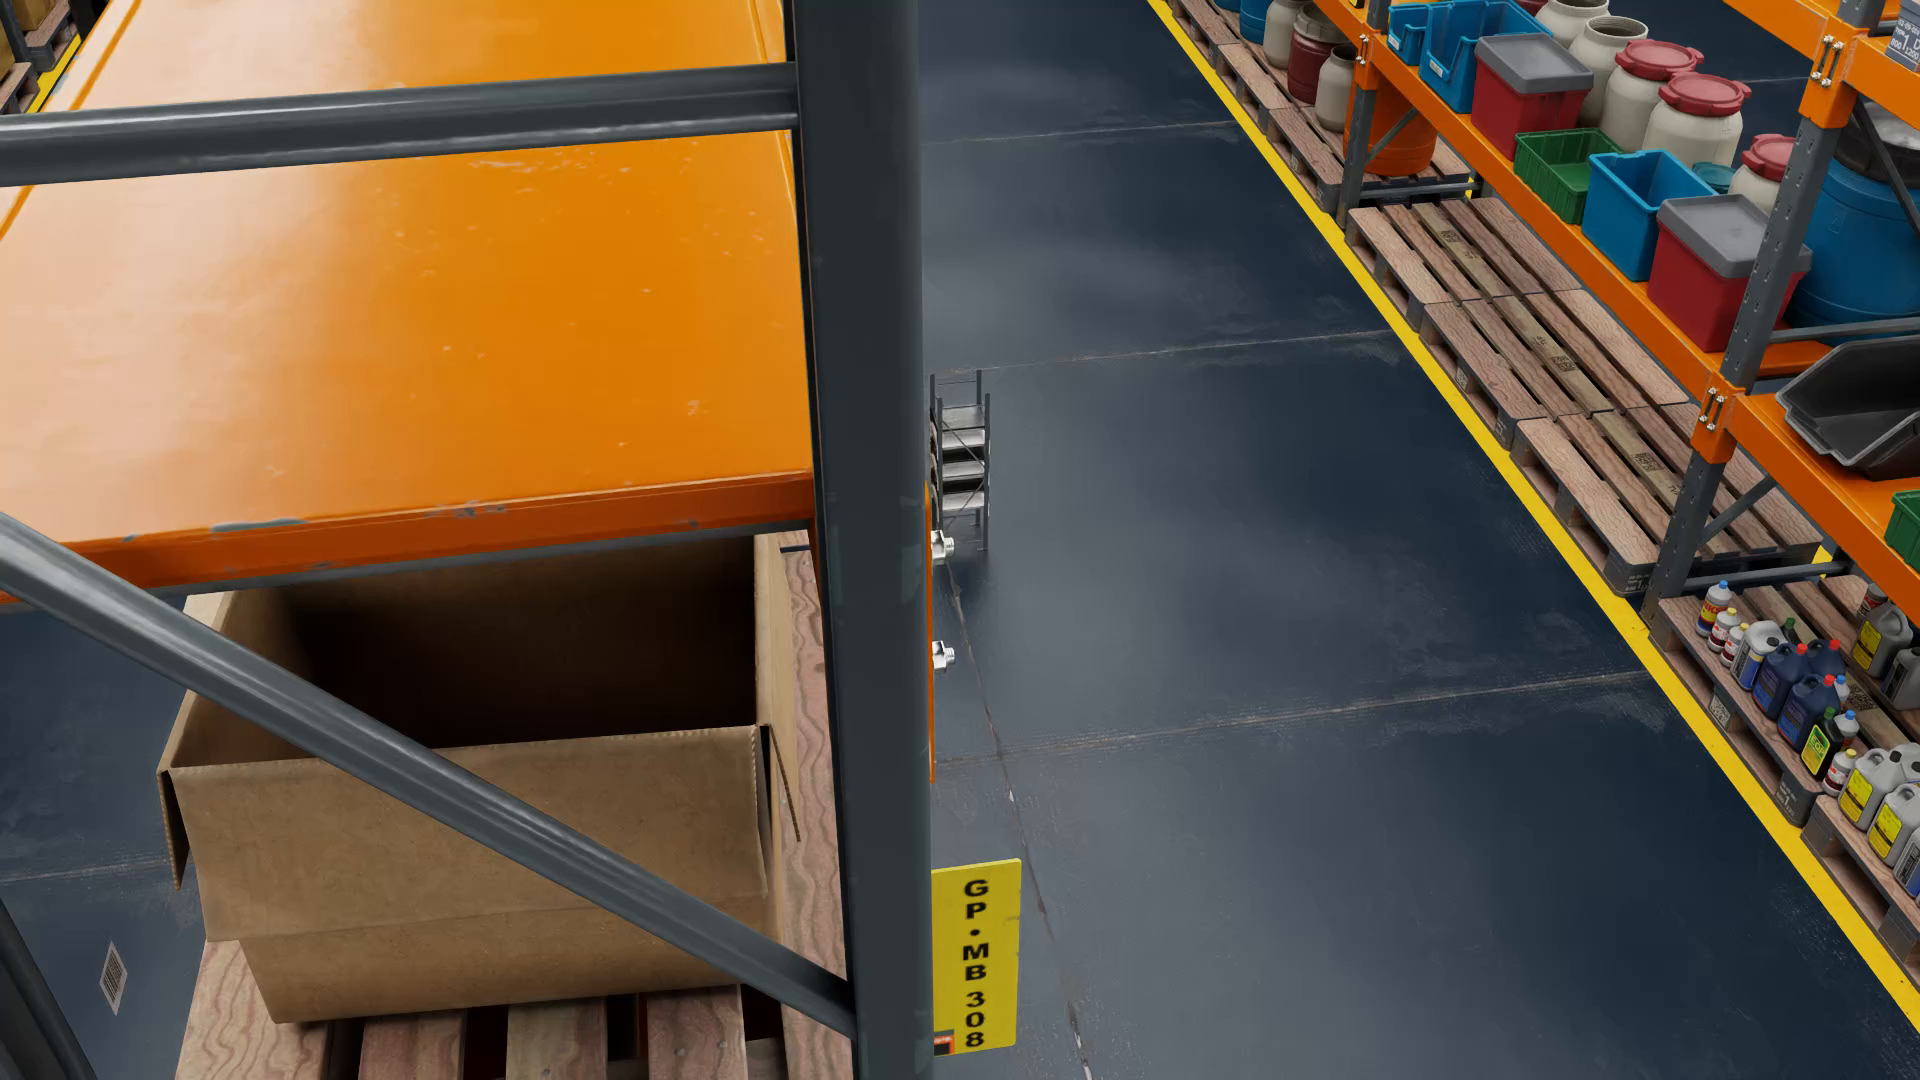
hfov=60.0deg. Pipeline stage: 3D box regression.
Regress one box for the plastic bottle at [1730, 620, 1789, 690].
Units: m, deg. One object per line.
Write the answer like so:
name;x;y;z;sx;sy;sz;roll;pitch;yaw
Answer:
plastic bottle;3.353;0.480;6.949;0.152;0.276;0.135;-5;38;-6

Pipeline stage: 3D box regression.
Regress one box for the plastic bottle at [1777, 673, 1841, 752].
plastic bottle;3.411;0.665;6.650;0.144;0.351;0.185;-8;39;-10

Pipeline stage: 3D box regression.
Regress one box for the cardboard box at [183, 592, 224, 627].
cardboard box;-0.993;0.079;2.824;0.500;0.250;0.500;-6;38;-8

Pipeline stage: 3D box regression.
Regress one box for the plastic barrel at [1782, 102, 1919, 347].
plastic barrel;3.875;-1.318;6.993;0.600;0.901;0.708;-6;38;-8

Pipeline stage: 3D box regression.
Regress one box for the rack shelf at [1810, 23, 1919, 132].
rack shelf;3.995;-0.546;4.550;1.077;0.370;4.000;-6;38;-8

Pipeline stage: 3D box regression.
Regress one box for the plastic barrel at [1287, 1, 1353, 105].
plastic barrel;2.643;-3.459;11.781;0.600;0.588;0.708;-6;38;-8

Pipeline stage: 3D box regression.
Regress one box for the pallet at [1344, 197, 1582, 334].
pallet;3.041;-1.697;10.162;1.003;0.211;1.213;-6;38;-8

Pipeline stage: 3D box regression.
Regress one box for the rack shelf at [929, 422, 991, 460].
rack shelf;-0.001;-0.476;7.790;0.258;0.077;0.200;-6;38;-8

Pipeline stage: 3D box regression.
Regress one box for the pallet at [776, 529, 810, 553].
pallet;-0.847;-0.225;3.622;1.003;0.211;1.213;-6;38;-8

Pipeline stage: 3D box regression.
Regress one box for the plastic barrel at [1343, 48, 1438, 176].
plastic barrel;2.841;-2.872;10.829;0.600;0.830;0.708;-6;38;-8

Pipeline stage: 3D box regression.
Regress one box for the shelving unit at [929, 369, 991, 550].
shelving unit;-0.001;-0.360;7.880;0.258;0.900;0.210;-6;38;-8

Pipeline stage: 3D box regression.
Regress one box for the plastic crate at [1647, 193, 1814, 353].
plastic crate;3.259;-1.139;7.119;0.402;0.464;0.583;-6;38;-8

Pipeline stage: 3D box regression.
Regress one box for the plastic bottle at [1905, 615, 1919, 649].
plastic bottle;4.041;0.376;7.021;0.144;0.351;0.185;-7;38;-9

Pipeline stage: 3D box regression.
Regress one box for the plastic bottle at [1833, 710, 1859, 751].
plastic bottle;3.473;0.781;6.565;0.097;0.271;0.097;0;38;0

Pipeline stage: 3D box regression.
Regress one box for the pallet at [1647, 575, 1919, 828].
pallet;3.721;0.657;7.132;1.003;0.211;1.213;-6;38;-8

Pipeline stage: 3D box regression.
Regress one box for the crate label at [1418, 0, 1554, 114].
crate label;2.851;-2.655;9.093;0.502;0.435;0.616;-6;38;-8

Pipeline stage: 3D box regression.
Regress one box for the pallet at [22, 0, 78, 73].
pallet;-7.568;-3.987;13.110;1.003;0.211;1.213;-6;38;-8

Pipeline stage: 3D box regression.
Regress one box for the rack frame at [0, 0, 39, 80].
rack frame;-7.511;-4.620;11.652;1.000;3.000;0.127;-6;38;-8

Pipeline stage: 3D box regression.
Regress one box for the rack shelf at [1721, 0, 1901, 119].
rack shelf;3.294;-2.962;7.660;1.077;0.370;4.000;-6;38;-8

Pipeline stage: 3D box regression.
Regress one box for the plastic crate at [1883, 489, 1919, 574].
plastic crate;3.605;0.080;5.775;0.450;0.188;0.662;-6;38;-8

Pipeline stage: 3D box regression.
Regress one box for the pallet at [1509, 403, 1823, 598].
pallet;3.469;-0.223;8.265;1.003;0.211;1.213;-6;38;-8

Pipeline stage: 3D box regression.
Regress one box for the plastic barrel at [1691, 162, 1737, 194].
plastic barrel;3.564;-1.615;7.897;0.301;0.262;0.301;0;38;0

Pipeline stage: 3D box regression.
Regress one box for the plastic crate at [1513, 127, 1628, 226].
plastic crate;3.062;-1.792;8.184;0.450;0.188;0.662;-6;38;-8

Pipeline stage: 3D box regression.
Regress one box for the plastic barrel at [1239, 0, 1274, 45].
plastic barrel;2.445;-4.265;12.563;0.600;0.901;0.708;-6;38;-8

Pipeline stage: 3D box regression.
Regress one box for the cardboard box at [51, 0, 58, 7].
cardboard box;-7.626;-4.566;13.277;0.700;0.500;0.500;-7;38;-8

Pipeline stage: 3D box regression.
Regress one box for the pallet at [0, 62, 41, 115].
pallet;-7.302;-3.061;11.918;1.003;0.211;1.213;-6;38;-8

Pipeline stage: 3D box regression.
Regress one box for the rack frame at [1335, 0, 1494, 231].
rack frame;2.943;-3.270;9.914;1.000;3.000;0.127;-6;38;-8

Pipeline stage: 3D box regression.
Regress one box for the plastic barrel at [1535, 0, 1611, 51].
plastic barrel;3.334;-2.716;9.110;0.421;0.512;0.421;0;38;0

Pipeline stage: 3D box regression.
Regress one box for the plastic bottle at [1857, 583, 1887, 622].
plastic bottle;4.015;0.263;7.289;0.097;0.201;0.097;0;38;0

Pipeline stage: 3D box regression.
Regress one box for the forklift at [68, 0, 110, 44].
forklift;-3.526;-1.974;8.301;1.130;2.935;3.031;-7;38;-9

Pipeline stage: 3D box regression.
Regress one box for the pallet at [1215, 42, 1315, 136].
pallet;2.554;-3.376;12.323;1.003;0.211;1.213;-6;38;-8

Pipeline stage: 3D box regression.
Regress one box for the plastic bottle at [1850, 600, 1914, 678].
plastic bottle;3.899;0.392;7.001;0.144;0.351;0.185;-6;38;-8

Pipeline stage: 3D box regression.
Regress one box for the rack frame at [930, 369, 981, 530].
rack frame;-0.019;-0.422;7.959;0.240;0.900;0.006;-6;38;-8

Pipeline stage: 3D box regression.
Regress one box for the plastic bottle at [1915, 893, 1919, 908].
plastic bottle;3.575;1.247;5.962;0.152;0.276;0.135;-6;38;-8

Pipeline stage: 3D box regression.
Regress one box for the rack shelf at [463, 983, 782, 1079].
rack shelf;-0.882;-0.016;3.867;1.077;0.370;4.000;-6;38;-8

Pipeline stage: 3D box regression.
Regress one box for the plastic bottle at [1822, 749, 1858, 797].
plastic bottle;3.437;0.897;6.473;0.097;0.201;0.097;0;38;0

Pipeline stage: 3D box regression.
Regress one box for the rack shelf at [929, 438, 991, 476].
rack shelf;-0.001;-0.405;7.845;0.258;0.077;0.200;-6;38;-8

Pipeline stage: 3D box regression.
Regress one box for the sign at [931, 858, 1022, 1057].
sign;0.016;0.475;1.871;0.100;0.325;0.005;-6;38;-8

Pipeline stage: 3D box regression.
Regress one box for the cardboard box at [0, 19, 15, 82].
cardboard box;-7.269;-3.559;11.696;0.750;0.750;0.750;-6;38;-7

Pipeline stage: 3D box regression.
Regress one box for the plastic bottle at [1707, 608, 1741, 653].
plastic bottle;3.287;0.378;7.140;0.097;0.201;0.097;0;38;0

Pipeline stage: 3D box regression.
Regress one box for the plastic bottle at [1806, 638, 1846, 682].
plastic bottle;3.520;0.535;6.817;0.144;0.351;0.185;-6;38;-8

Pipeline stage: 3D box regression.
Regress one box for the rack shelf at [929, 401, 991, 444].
rack shelf;-0.001;-0.547;7.735;0.258;0.077;0.200;-6;38;-8

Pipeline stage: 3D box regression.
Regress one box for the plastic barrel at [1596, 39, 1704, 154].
plastic barrel;3.488;-2.214;8.443;0.433;0.535;0.433;0;38;0

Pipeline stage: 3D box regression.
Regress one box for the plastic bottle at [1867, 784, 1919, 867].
plastic bottle;3.518;1.034;6.175;0.144;0.351;0.185;-5;38;-6
